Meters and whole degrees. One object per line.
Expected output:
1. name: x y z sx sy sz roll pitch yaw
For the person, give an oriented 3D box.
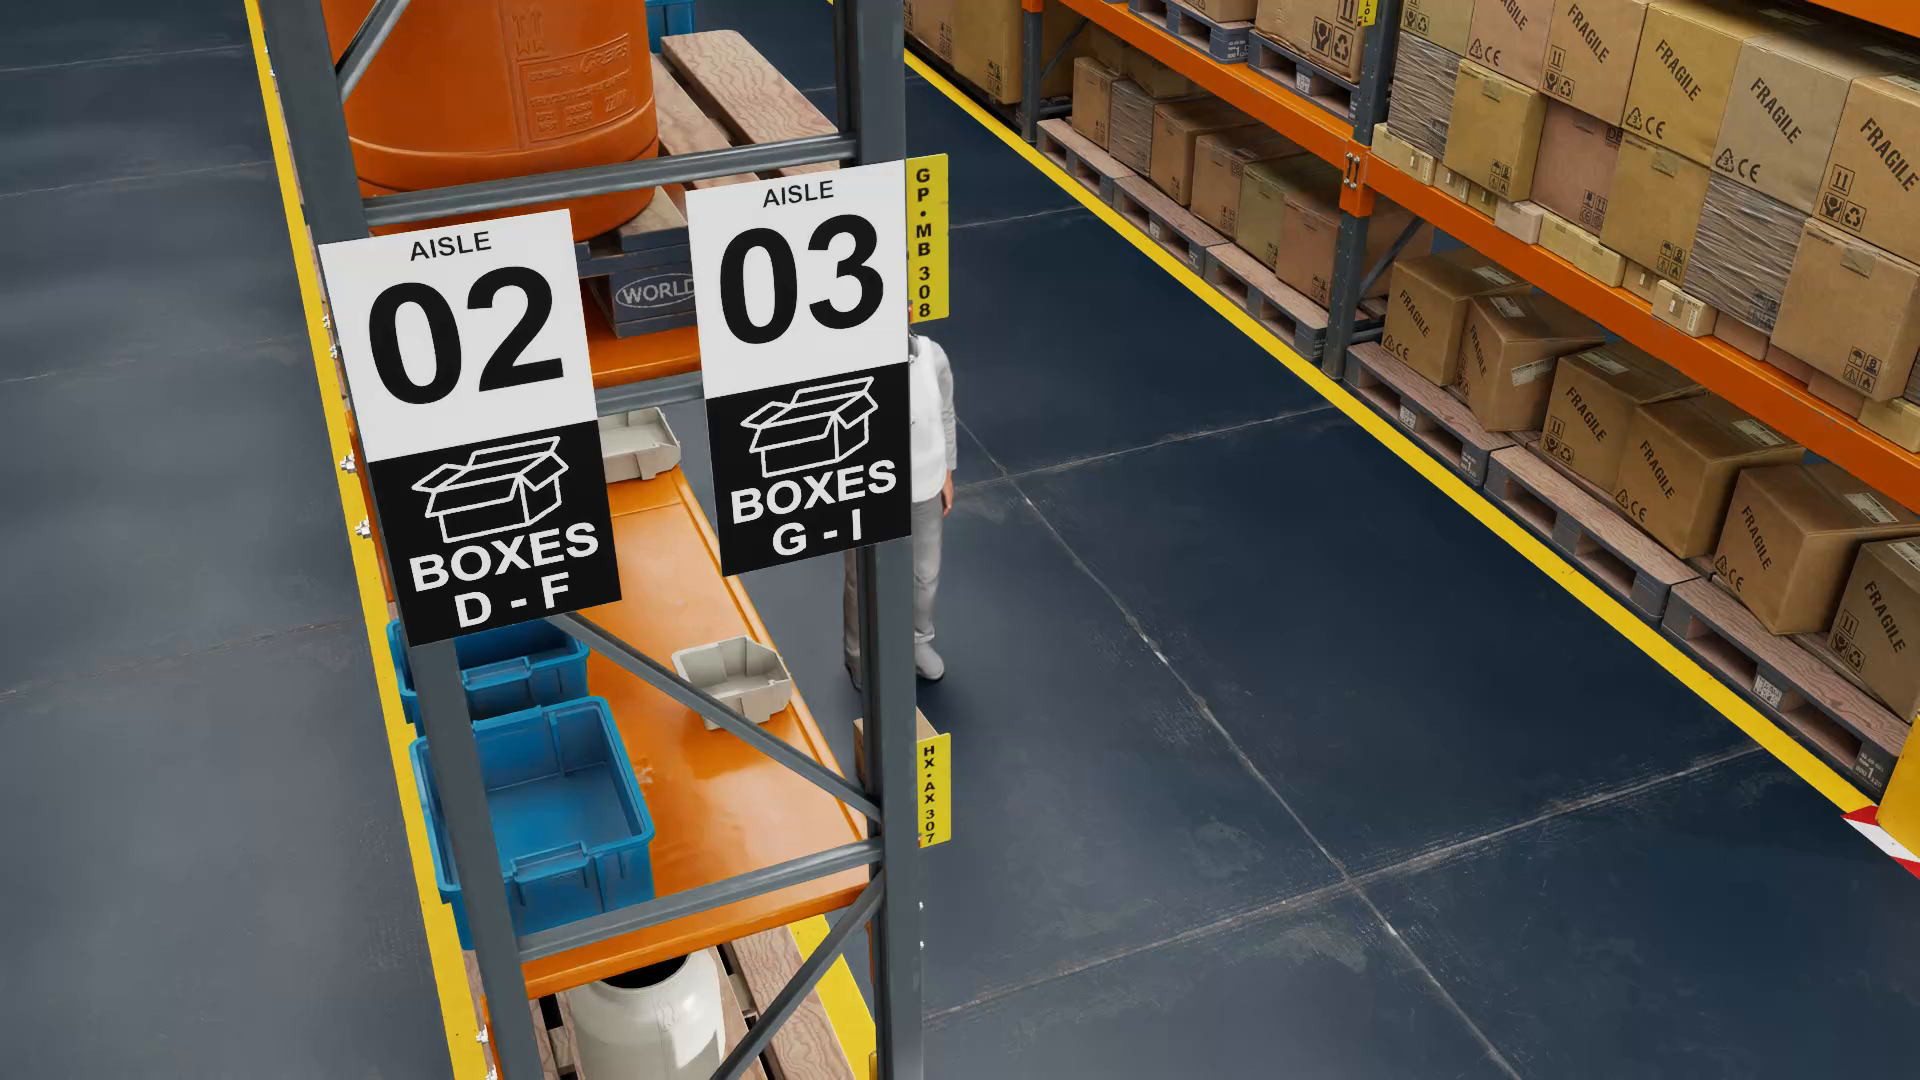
1. person: -0.256 -0.214 6.447 0.531 1.768 0.358 -12 35 -18
